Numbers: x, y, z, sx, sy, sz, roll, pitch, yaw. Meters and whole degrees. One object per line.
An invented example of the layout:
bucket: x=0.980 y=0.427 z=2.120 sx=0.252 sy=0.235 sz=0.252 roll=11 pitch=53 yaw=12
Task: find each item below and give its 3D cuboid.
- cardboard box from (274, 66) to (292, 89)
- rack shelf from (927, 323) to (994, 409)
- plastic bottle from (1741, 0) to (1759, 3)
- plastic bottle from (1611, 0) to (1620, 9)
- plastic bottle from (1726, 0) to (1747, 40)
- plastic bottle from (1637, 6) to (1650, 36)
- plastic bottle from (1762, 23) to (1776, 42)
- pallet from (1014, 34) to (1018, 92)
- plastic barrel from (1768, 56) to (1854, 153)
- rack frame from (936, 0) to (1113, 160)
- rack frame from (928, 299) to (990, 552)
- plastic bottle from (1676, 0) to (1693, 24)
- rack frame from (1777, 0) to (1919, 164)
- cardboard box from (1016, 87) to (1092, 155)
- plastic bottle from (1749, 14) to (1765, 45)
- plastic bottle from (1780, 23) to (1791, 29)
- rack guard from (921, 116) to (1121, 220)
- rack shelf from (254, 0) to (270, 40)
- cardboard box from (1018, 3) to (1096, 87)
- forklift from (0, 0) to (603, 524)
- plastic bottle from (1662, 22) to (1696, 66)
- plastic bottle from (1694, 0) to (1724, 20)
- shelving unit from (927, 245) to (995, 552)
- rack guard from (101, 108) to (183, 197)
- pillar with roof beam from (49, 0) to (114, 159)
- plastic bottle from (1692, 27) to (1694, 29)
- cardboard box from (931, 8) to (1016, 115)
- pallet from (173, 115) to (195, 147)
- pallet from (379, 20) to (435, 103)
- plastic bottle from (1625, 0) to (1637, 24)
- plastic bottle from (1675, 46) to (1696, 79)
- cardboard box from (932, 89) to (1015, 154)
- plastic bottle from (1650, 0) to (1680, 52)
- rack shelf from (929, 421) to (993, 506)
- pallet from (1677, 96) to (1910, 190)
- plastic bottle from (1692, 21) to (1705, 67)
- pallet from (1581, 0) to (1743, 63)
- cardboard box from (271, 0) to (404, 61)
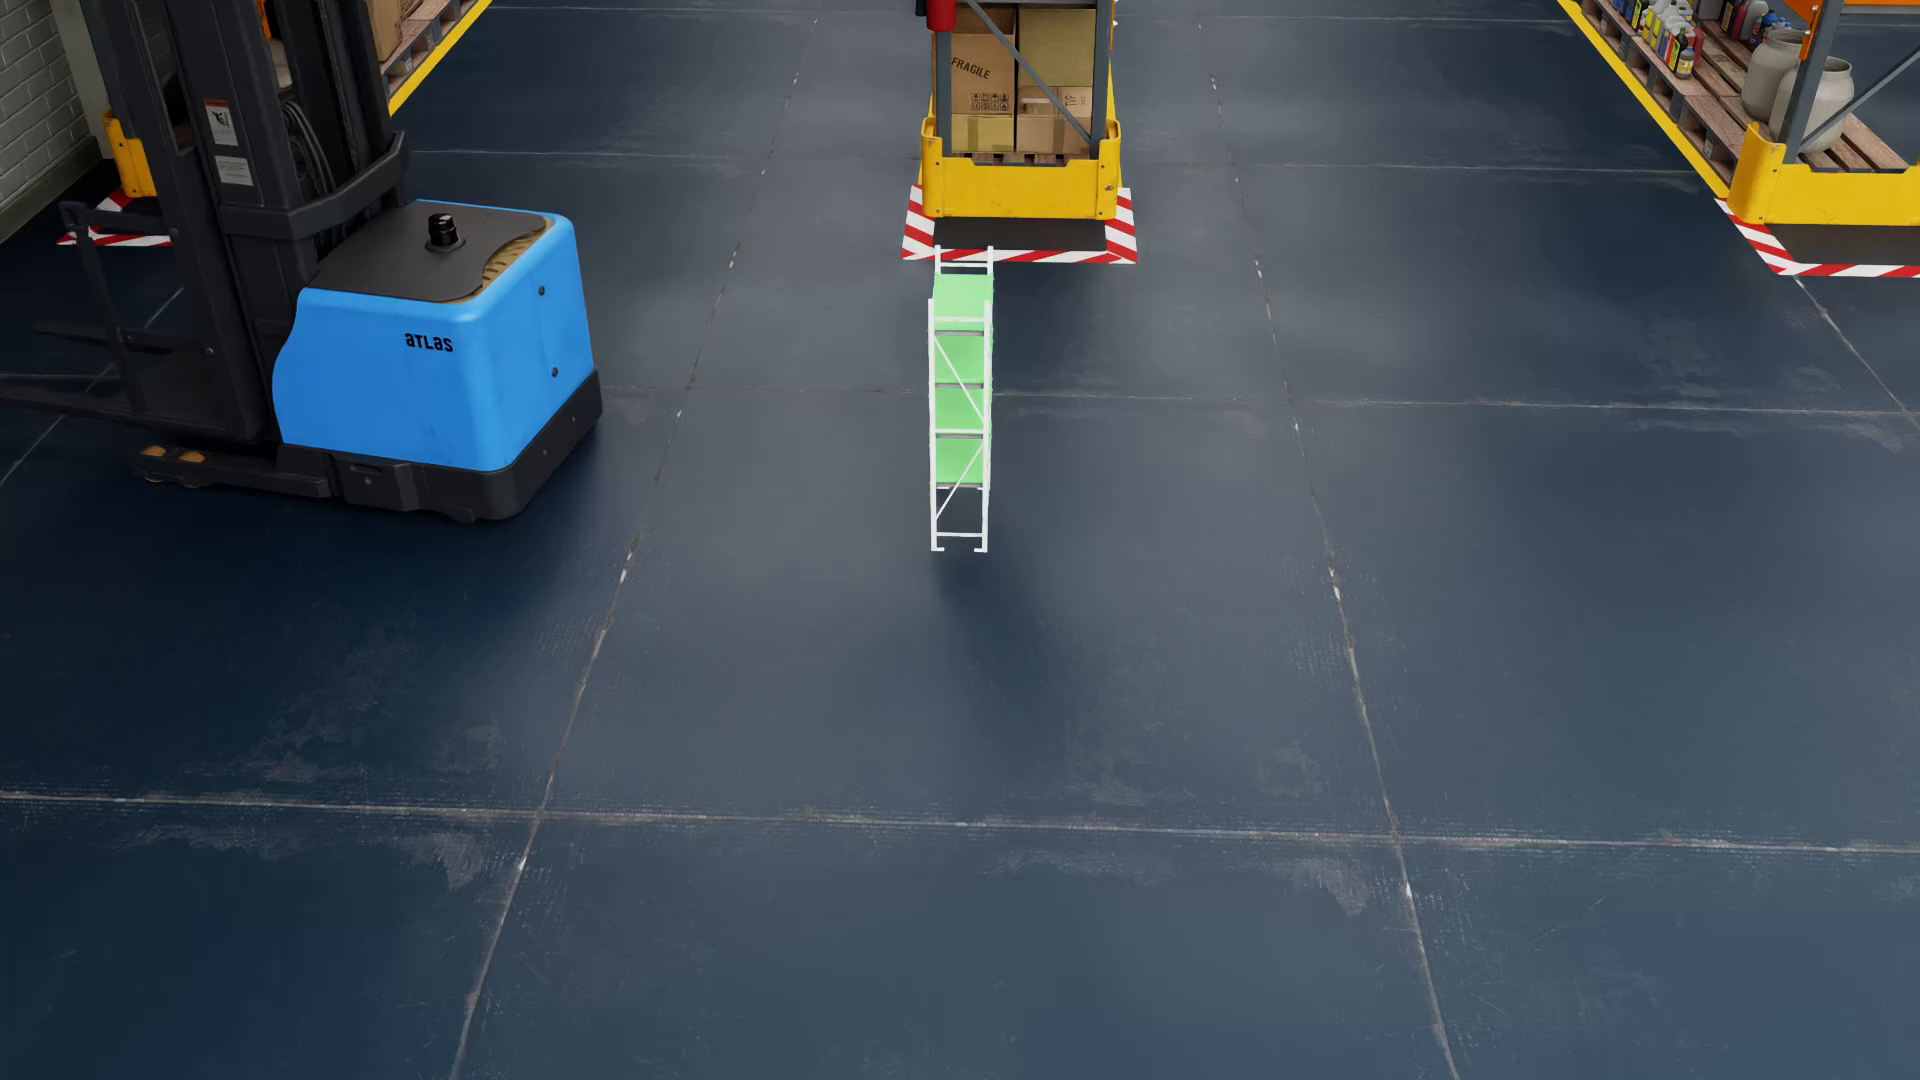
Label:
cardboard box: x=-4.470 y=-2.862 z=10.669 sx=0.500 sy=0.311 sz=0.500 roll=-2 pitch=35 yaw=-3
rack shelf: x=0.007 y=-0.730 z=6.939 sx=0.258 sy=0.148 sz=0.480 roll=1 pitch=35 yaw=2
plastic bottle: x=5.714 y=-3.879 z=12.082 sx=0.144 sy=0.351 sz=0.185 roll=1 pitch=35 yaw=2
plastic bottle: x=5.036 y=-4.162 z=12.549 sx=0.152 sy=0.276 sz=0.135 roll=3 pitch=35 yaw=4
plastic bottle: x=5.597 y=-3.761 z=11.972 sx=0.061 sy=0.283 sz=0.133 roll=1 pitch=35 yaw=2
plastic bottle: x=4.983 y=-3.766 z=12.051 sx=0.097 sy=0.201 sz=0.097 roll=0 pitch=35 yaw=0
plastic bottle: x=5.717 y=-3.538 z=11.727 sx=0.097 sy=0.201 sz=0.097 roll=0 pitch=35 yaw=0
pallet: x=0.403 y=-3.273 z=11.723 sx=1.003 sy=0.211 sz=1.213 roll=1 pitch=35 yaw=2
plastic barrel: x=5.262 y=-2.691 z=10.269 sx=0.421 sy=0.512 sz=0.421 roll=0 pitch=35 yaw=0
rack frame: x=0.362 y=-3.274 z=9.300 sx=1.000 sy=3.000 sz=0.127 roll=1 pitch=35 yaw=2
rack frame: x=-0.003 y=-0.446 z=6.841 sx=0.240 sy=1.200 sz=0.015 roll=1 pitch=35 yaw=2
plastic bottle: x=5.150 y=-3.725 z=11.928 sx=0.152 sy=0.276 sz=0.135 roll=1 pitch=35 yaw=2
rack frame: x=5.312 y=-3.158 z=9.134 sx=1.000 sy=3.000 sz=0.127 roll=1 pitch=35 yaw=2
cardboard box: x=0.606 y=-2.624 z=10.401 sx=0.500 sy=0.250 sz=0.500 roll=1 pitch=35 yaw=2
plastic bottle: x=5.726 y=-3.657 z=11.895 sx=0.097 sy=0.201 sz=0.097 roll=0 pitch=35 yaw=0
plastic bottle: x=5.709 y=-3.453 z=11.544 sx=0.097 sy=0.271 sz=0.097 roll=0 pitch=35 yaw=0
rack guard: x=0.361 y=-2.238 z=9.999 sx=1.175 sy=0.500 sz=0.348 roll=1 pitch=35 yaw=2
rack shelf: x=-4.507 y=-4.241 z=11.301 sx=1.077 sy=0.370 sz=4.000 roll=1 pitch=35 yaw=2
cardboard box: x=0.624 y=-3.218 z=10.594 sx=0.500 sy=0.500 sz=0.500 roll=1 pitch=35 yaw=2
forklift: x=-3.291 y=-1.720 z=7.148 sx=3.031 sy=2.935 sz=1.130 roll=8 pitch=36 yaw=12
plastic bottle: x=4.985 y=-3.433 z=11.512 sx=0.152 sy=0.276 sz=0.135 roll=2 pitch=35 yaw=2
plastic bottle: x=5.578 y=-4.023 z=12.352 sx=0.152 sy=0.276 sz=0.135 roll=1 pitch=35 yaw=2
shelving unit: x=0.007 y=-0.586 z=7.040 sx=0.258 sy=1.200 sz=0.503 roll=1 pitch=35 yaw=2
rack guard: x=-4.584 y=-2.407 z=10.241 sx=1.175 sy=0.500 sz=0.348 roll=1 pitch=35 yaw=2
pillar with roof beam: x=-1.122 y=-6.164 z=8.194 sx=9.100 sy=9.000 sz=0.400 roll=1 pitch=35 yaw=2
plastic bottle: x=5.116 y=-3.490 z=11.658 sx=0.097 sy=0.201 sz=0.097 roll=0 pitch=35 yaw=0
cardboard box: x=0.087 y=-2.943 z=10.202 sx=0.500 sy=0.500 sz=0.500 roll=1 pitch=35 yaw=2
pallet: x=-4.517 y=-2.755 z=10.987 sx=1.003 sy=0.211 sz=1.213 roll=1 pitch=35 yaw=2
pallet: x=-4.465 y=-3.454 z=11.981 sx=1.003 sy=0.211 sz=1.213 roll=1 pitch=35 yaw=2
plastic bottle: x=5.018 y=-3.989 z=12.239 sx=0.144 sy=0.351 sz=0.185 roll=0 pitch=35 yaw=0
plastic bottle: x=4.947 y=-3.258 z=11.328 sx=0.097 sy=0.201 sz=0.097 roll=0 pitch=35 yaw=0
cardboard box: x=0.089 y=-2.636 z=10.418 sx=0.500 sy=0.250 sz=0.500 roll=1 pitch=35 yaw=2
plastic bottle: x=4.993 y=-3.638 z=11.739 sx=0.144 sy=0.351 sz=0.185 roll=3 pitch=35 yaw=4
rack shelf: x=0.007 y=-0.337 z=7.215 sx=0.258 sy=0.148 sz=0.480 roll=1 pitch=35 yaw=2
pallet: x=5.306 y=-2.528 z=10.664 sx=1.003 sy=0.211 sz=1.213 roll=1 pitch=35 yaw=2
plastic bottle: x=5.091 y=-3.434 z=11.507 sx=0.061 sy=0.283 sz=0.133 roll=1 pitch=35 yaw=2
pallet: x=5.404 y=-3.930 z=12.658 sx=1.003 sy=0.211 sz=1.213 roll=1 pitch=35 yaw=2
cardboard box: x=-4.367 y=-3.687 z=11.679 sx=0.700 sy=0.500 sz=0.500 roll=-1 pitch=35 yaw=-1
